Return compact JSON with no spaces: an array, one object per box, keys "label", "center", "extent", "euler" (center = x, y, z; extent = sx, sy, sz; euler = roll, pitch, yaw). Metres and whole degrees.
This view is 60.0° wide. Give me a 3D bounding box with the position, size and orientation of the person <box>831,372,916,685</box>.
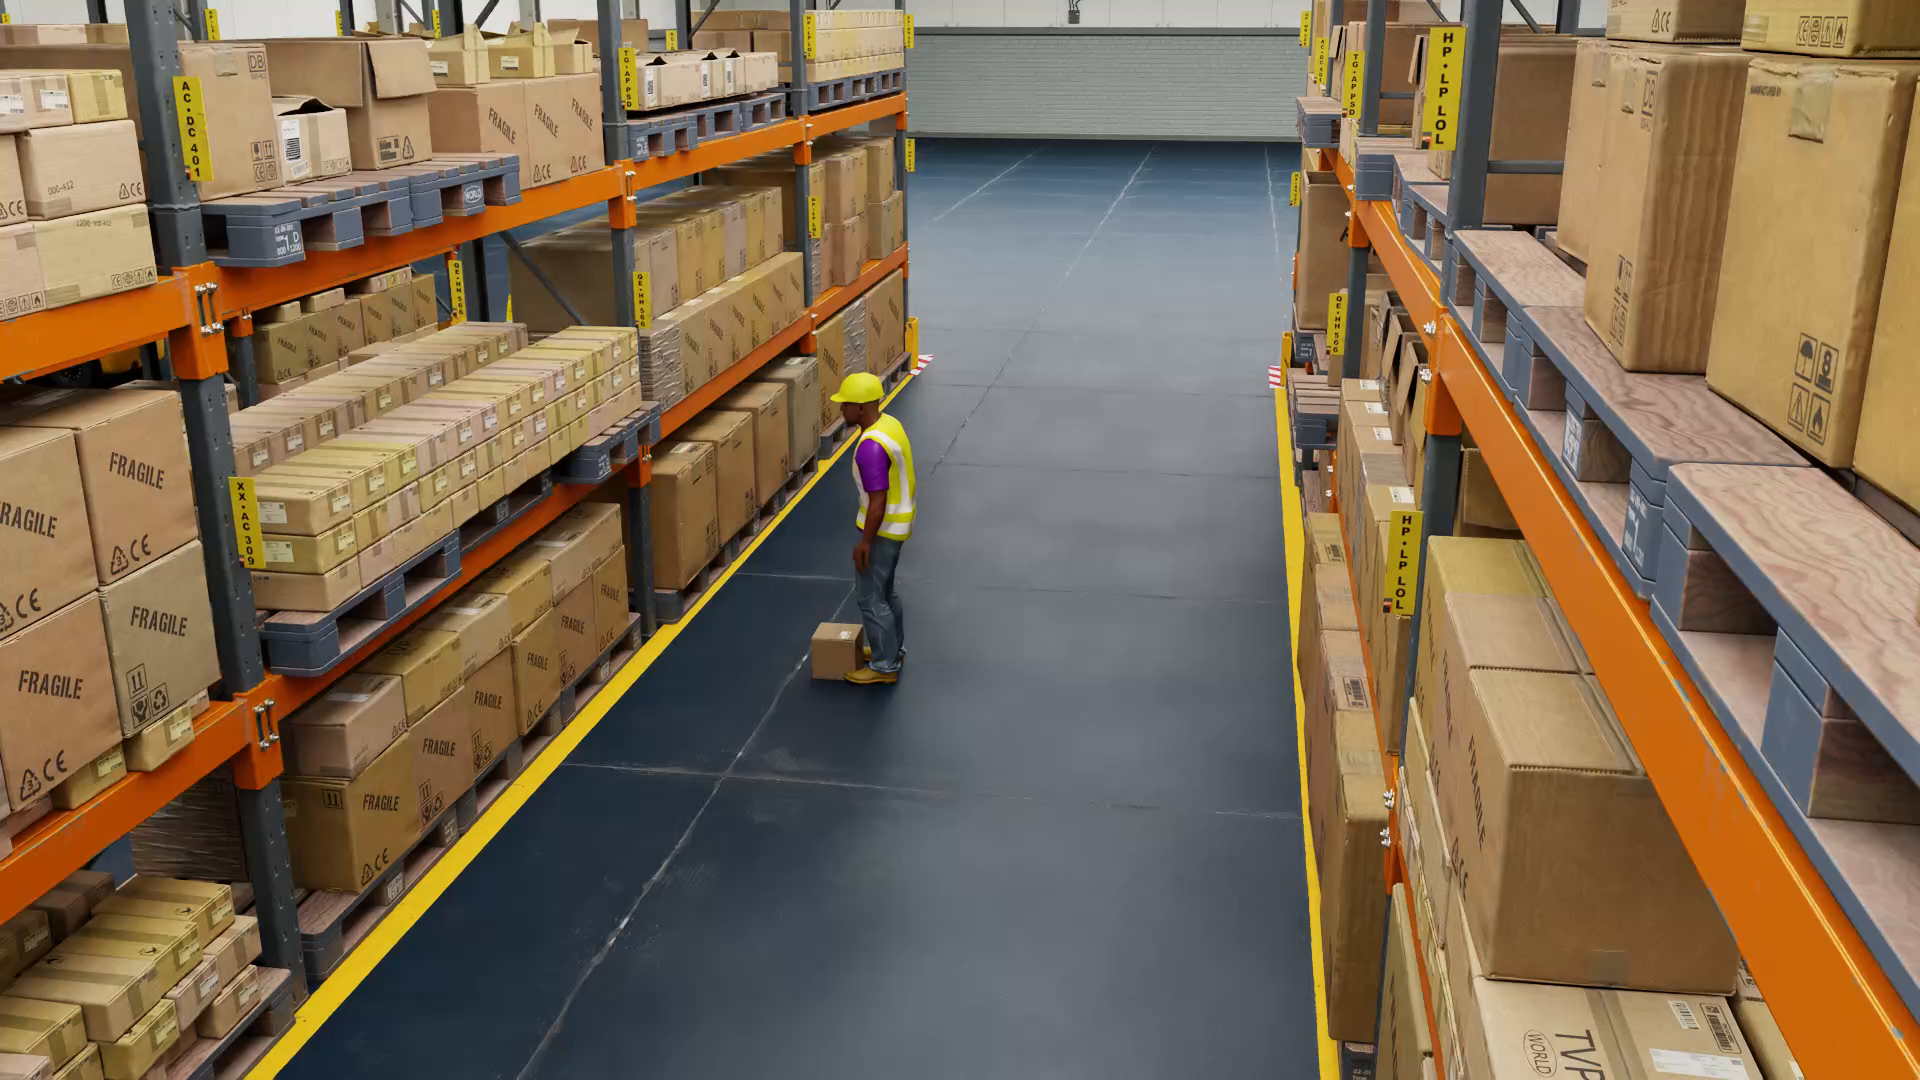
[{"label":"person","center":[-0.471,-0.068,9.236],"extent":[0.454,1.761,0.635],"euler":[2,18,6]}]
